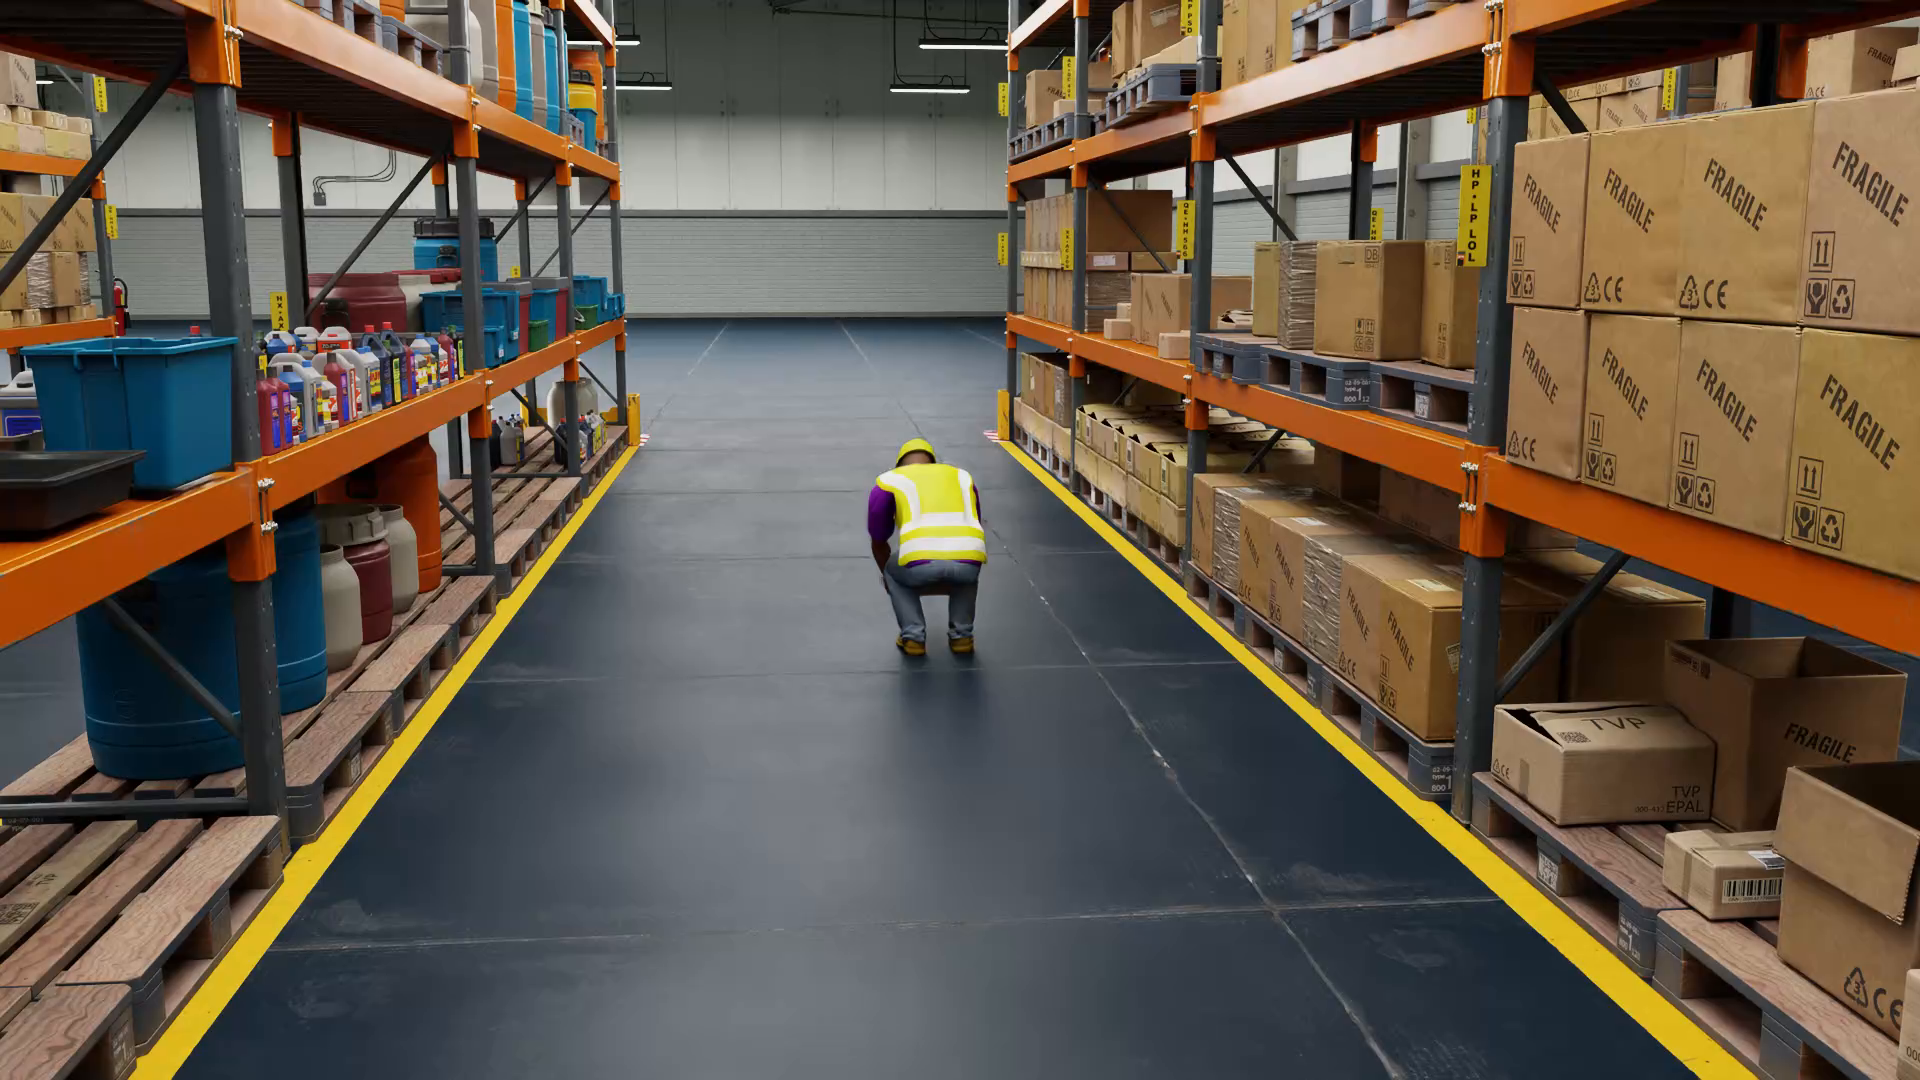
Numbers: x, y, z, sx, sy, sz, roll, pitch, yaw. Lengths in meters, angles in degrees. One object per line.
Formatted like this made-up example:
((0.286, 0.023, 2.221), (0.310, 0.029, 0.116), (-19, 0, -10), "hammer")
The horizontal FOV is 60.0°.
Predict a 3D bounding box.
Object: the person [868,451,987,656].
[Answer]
((-0.163, 0.044, 8.365), (0.583, 0.985, 0.891), (-1, 10, -6), "person")
